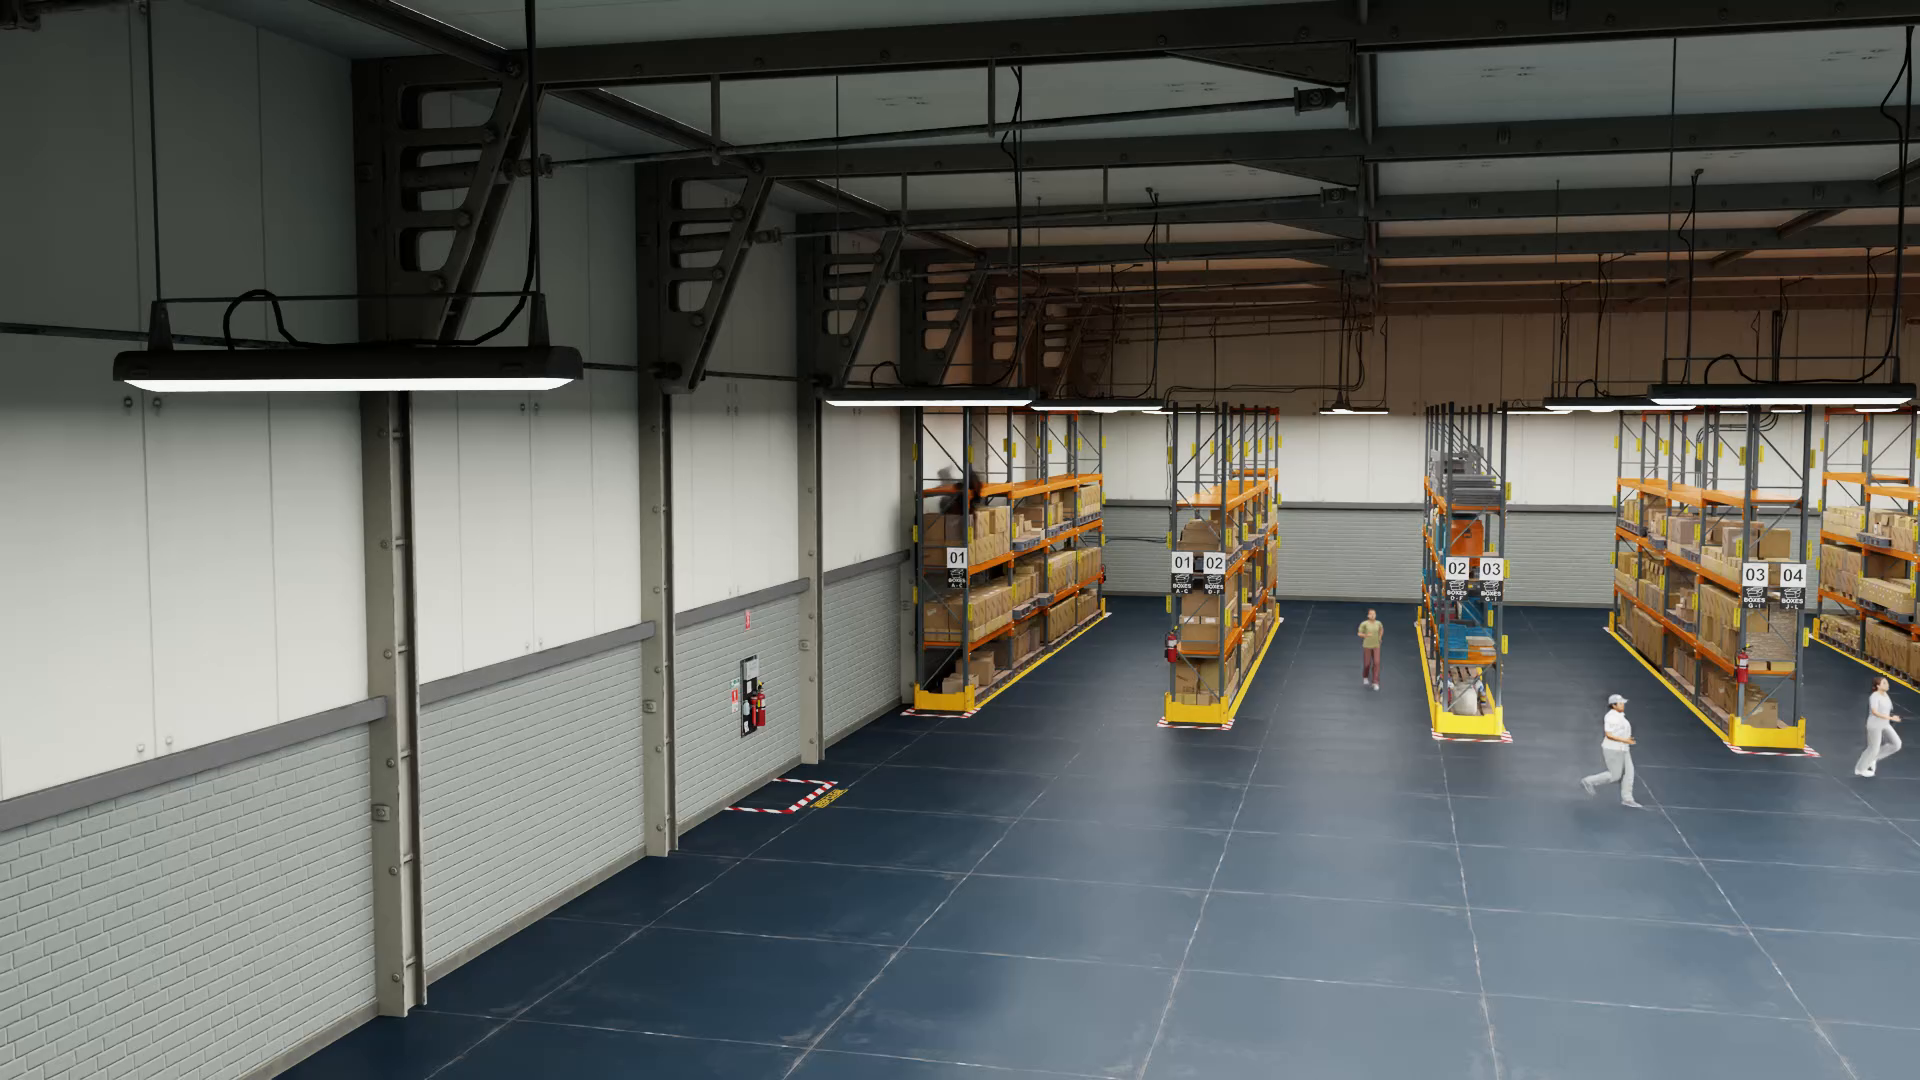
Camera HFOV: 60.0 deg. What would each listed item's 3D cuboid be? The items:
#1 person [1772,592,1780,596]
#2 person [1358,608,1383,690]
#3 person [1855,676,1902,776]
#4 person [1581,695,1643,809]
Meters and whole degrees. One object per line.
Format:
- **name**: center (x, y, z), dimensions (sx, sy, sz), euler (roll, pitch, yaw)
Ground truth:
- **person**: center (20.541, 1.769, 41.609), dimensions (0.654, 1.839, 0.812), euler (2, 5, 22)
- **person**: center (8.660, 2.270, 35.009), dimensions (0.580, 1.664, 0.908), euler (0, 4, 1)
- **person**: center (14.604, 2.955, 26.367), dimensions (0.584, 1.618, 0.706), euler (-3, 5, -34)
- **person**: center (9.624, 3.102, 24.476), dimensions (0.849, 1.649, 0.607), euler (3, 5, 34)
